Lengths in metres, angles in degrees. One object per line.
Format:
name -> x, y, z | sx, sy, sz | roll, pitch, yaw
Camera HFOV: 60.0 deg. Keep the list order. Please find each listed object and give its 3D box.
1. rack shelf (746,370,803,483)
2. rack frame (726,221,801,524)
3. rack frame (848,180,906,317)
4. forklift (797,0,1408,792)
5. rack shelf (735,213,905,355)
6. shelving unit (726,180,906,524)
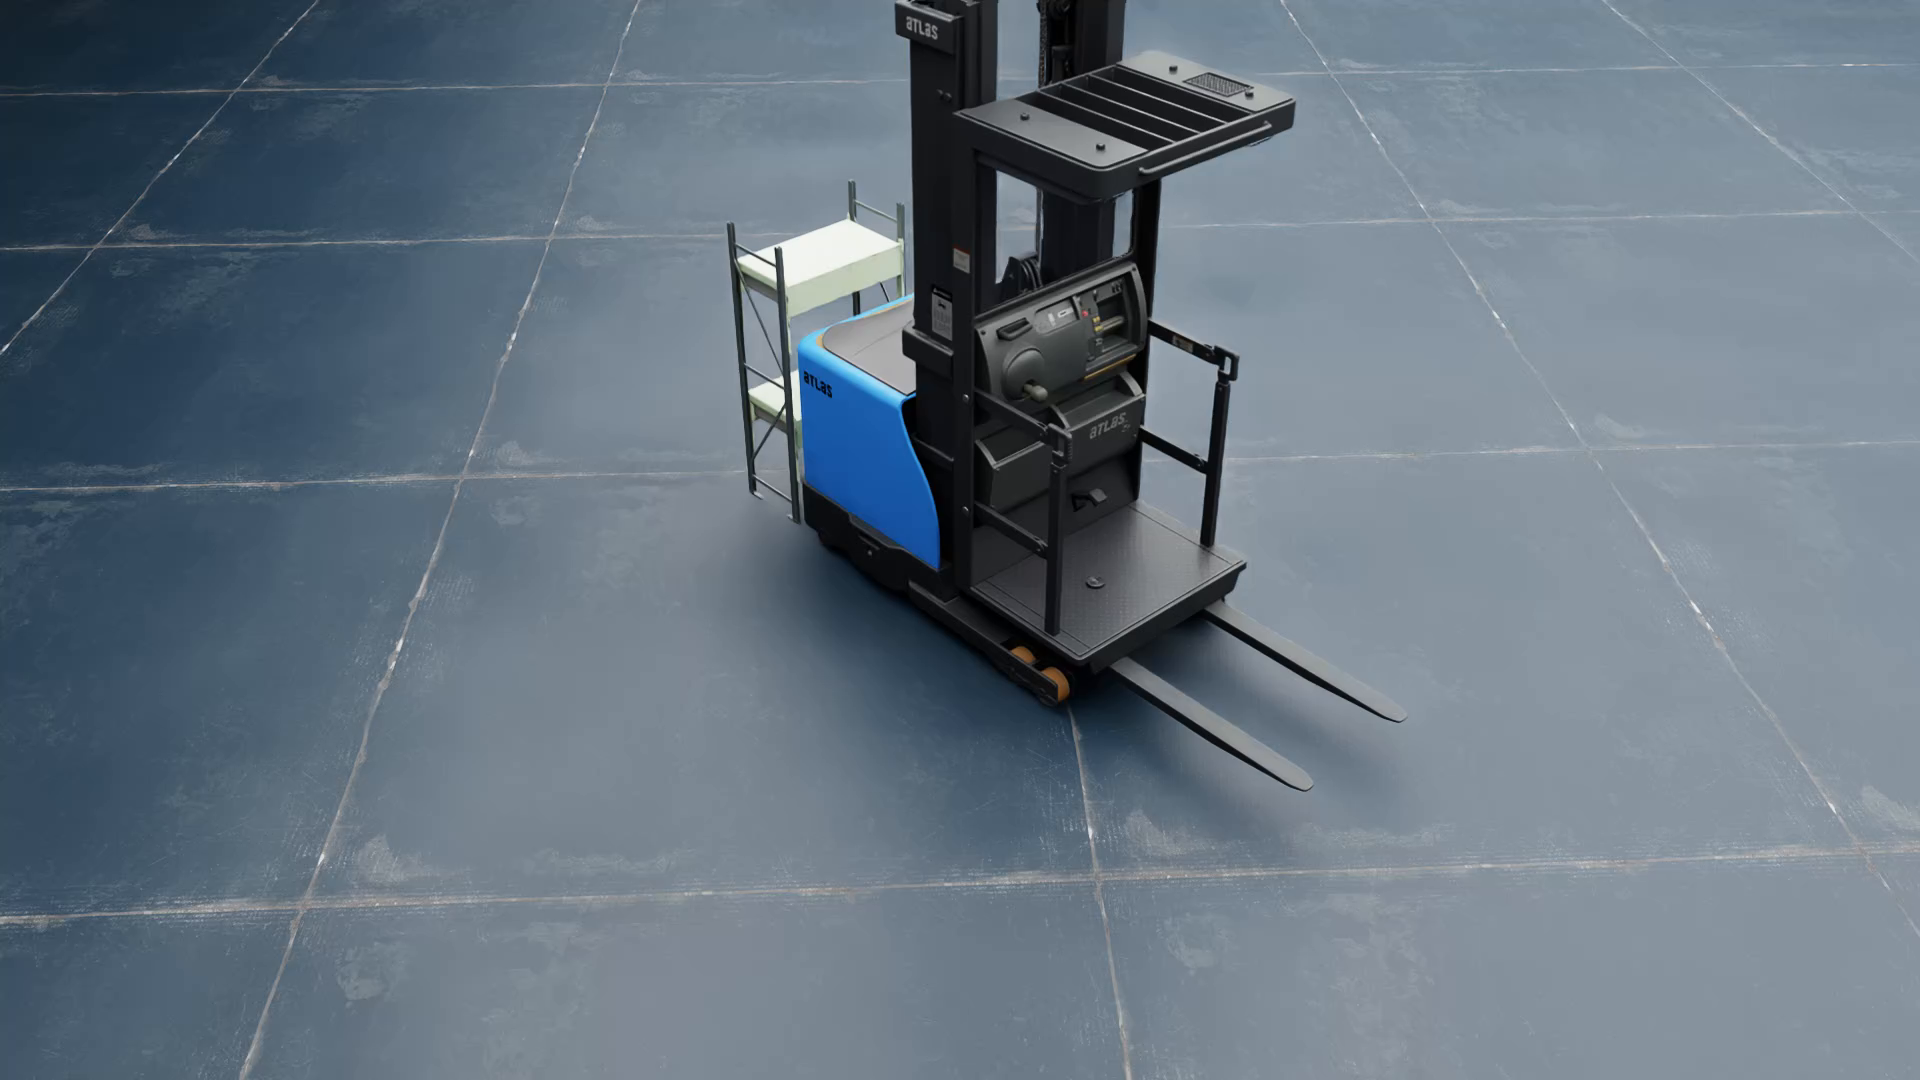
rack shelf -> -0.677, -0.659, 8.458 | 0.720, 0.370, 0.431 | -28, 43, -34
rack frame -> -0.947, -0.786, 8.068 | 0.023, 1.500, 0.400 | -28, 43, -34
rack frame -> -0.408, -1.069, 8.476 | 0.023, 1.500, 0.400 | -28, 43, -34
forklift -> 0.581, -0.816, 6.854 | 1.130, 2.935, 3.031 | -27, 43, -33
rack shelf -> -0.677, -1.248, 8.050 | 0.720, 0.370, 0.431 | -28, 43, -34
shelving unit -> -0.677, -0.928, 8.272 | 0.755, 1.500, 0.431 | -28, 43, -34
